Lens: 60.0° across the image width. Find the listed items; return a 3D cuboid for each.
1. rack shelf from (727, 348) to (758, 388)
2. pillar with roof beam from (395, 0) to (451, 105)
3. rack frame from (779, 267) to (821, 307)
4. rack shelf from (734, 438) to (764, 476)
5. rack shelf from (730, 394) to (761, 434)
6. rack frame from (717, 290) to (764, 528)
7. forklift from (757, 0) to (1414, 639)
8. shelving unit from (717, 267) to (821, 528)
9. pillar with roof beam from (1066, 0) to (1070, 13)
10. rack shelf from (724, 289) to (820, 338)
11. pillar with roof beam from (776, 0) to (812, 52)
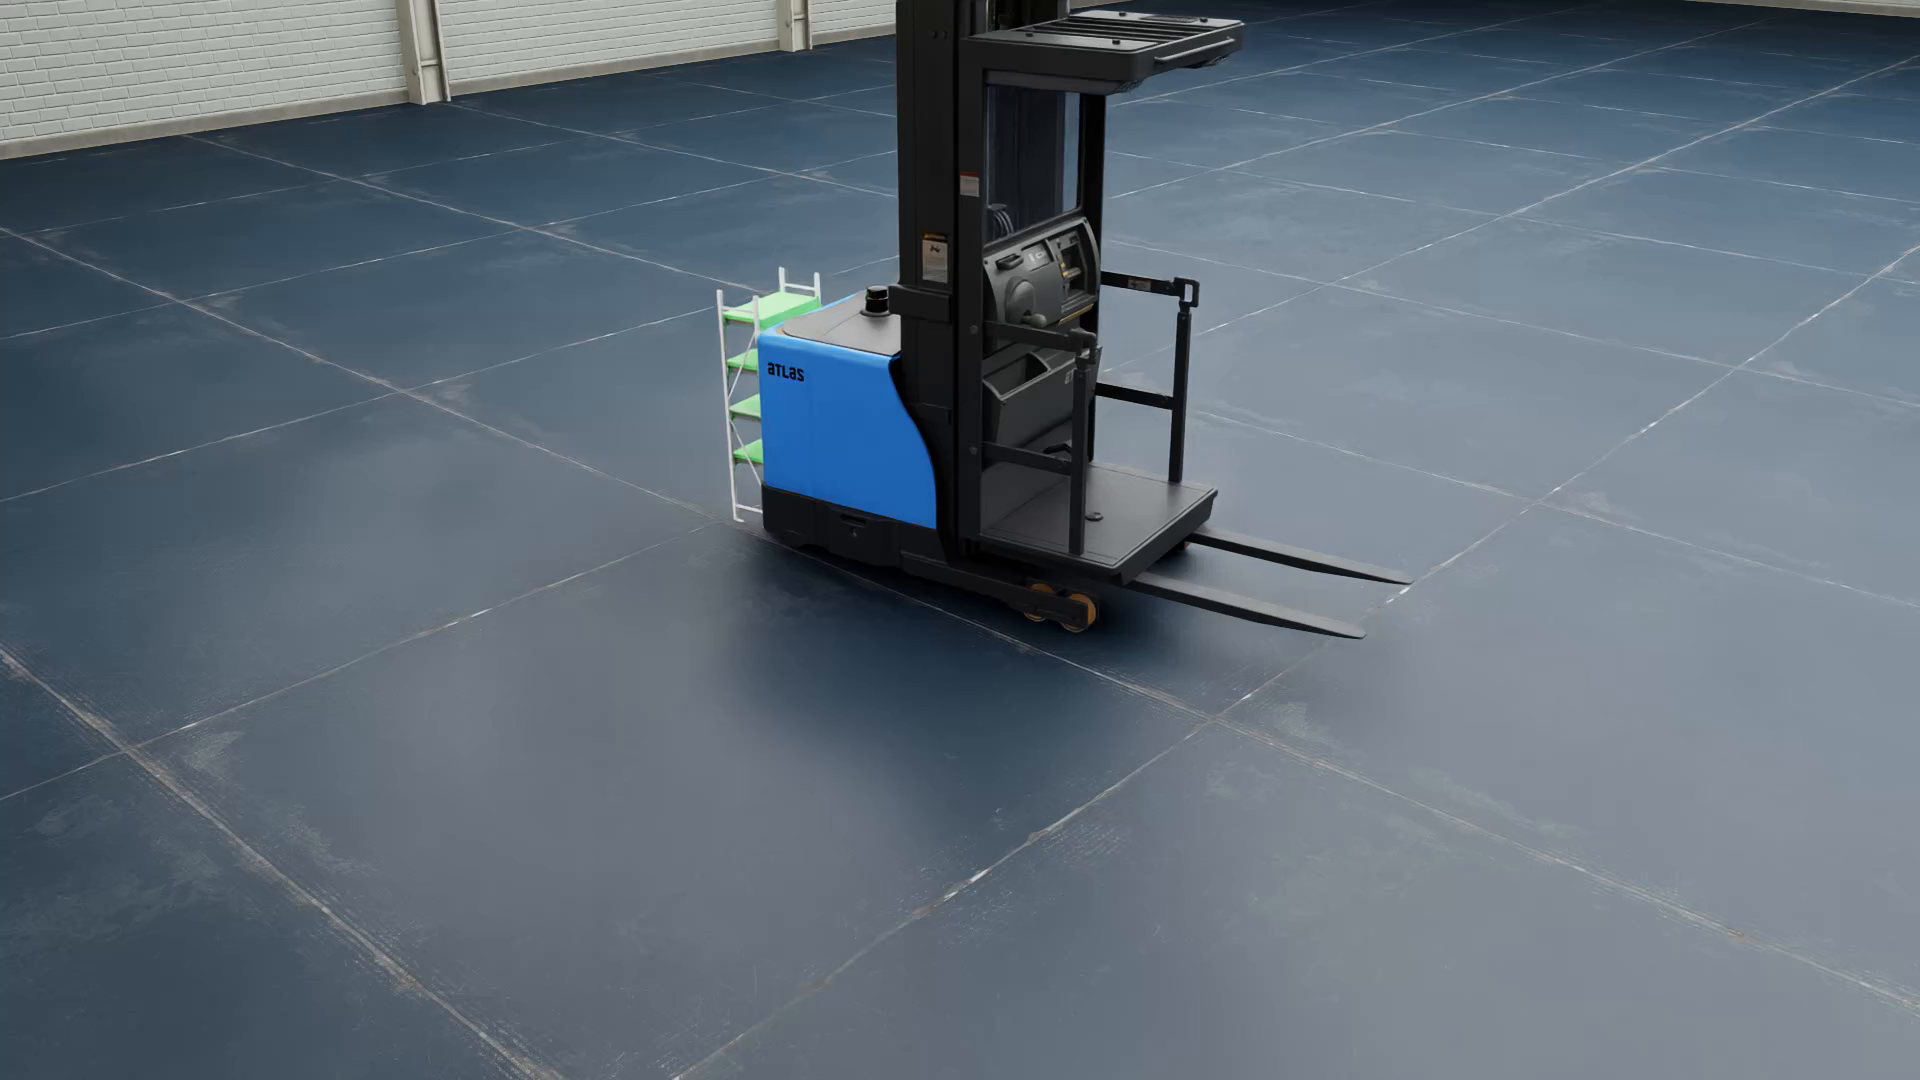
[{"bbox_3d":[-0.929,-0.875,8.300,0.258,0.148,0.480,13,27,29],"label":"rack shelf"},{"bbox_3d":[-3.187,-8.221,15.586,9.100,9.000,0.400,20,31,38],"label":"pillar with roof beam"},{"bbox_3d":[-0.798,-0.799,8.560,0.240,1.200,0.015,13,27,29],"label":"rack frame"},{"bbox_3d":[-0.923,-0.436,8.493,0.258,0.148,0.480,13,27,29],"label":"rack shelf"},{"bbox_3d":[-0.926,-0.656,8.396,0.258,0.148,0.480,13,27,29],"label":"rack shelf"},{"bbox_3d":[-1.056,-0.629,8.182,0.240,1.200,0.015,13,27,29],"label":"rack frame"},{"bbox_3d":[0.546,-1.178,7.296,3.031,2.935,1.130,15,28,29],"label":"forklift"},{"bbox_3d":[-0.927,-0.714,8.371,0.258,1.200,0.503,13,27,29],"label":"shelving unit"},{"bbox_3d":[4.822,-11.877,23.741,9.100,9.000,0.400,20,31,38],"label":"pillar with roof beam"},{"bbox_3d":[-0.932,-1.095,8.204,0.258,0.148,0.480,13,27,29],"label":"rack shelf"},{"bbox_3d":[0.818,-10.049,19.663,9.100,9.000,0.400,20,31,38],"label":"pillar with roof beam"}]
